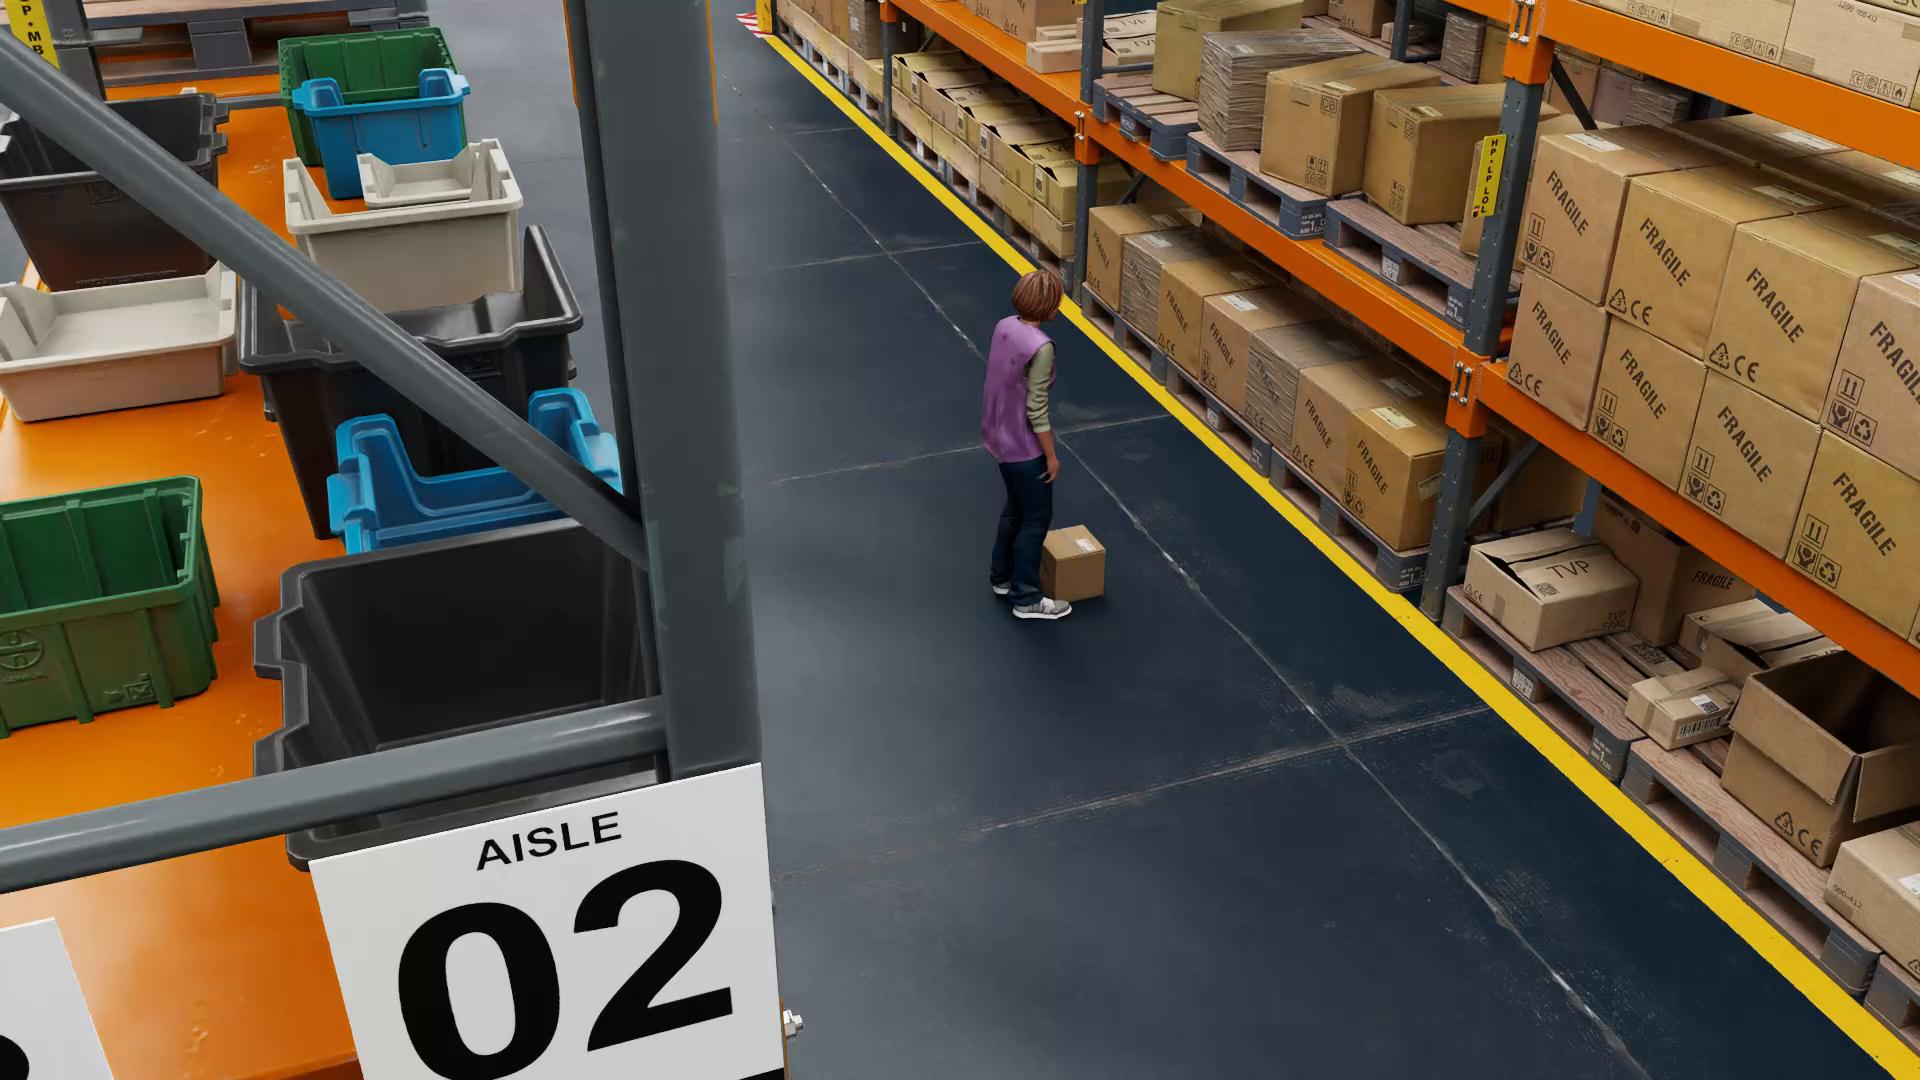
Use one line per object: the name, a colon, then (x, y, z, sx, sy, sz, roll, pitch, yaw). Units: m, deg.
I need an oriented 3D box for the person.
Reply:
person: (0.284, -0.420, 7.359, 0.342, 1.593, 0.485, -12, 32, -20)
